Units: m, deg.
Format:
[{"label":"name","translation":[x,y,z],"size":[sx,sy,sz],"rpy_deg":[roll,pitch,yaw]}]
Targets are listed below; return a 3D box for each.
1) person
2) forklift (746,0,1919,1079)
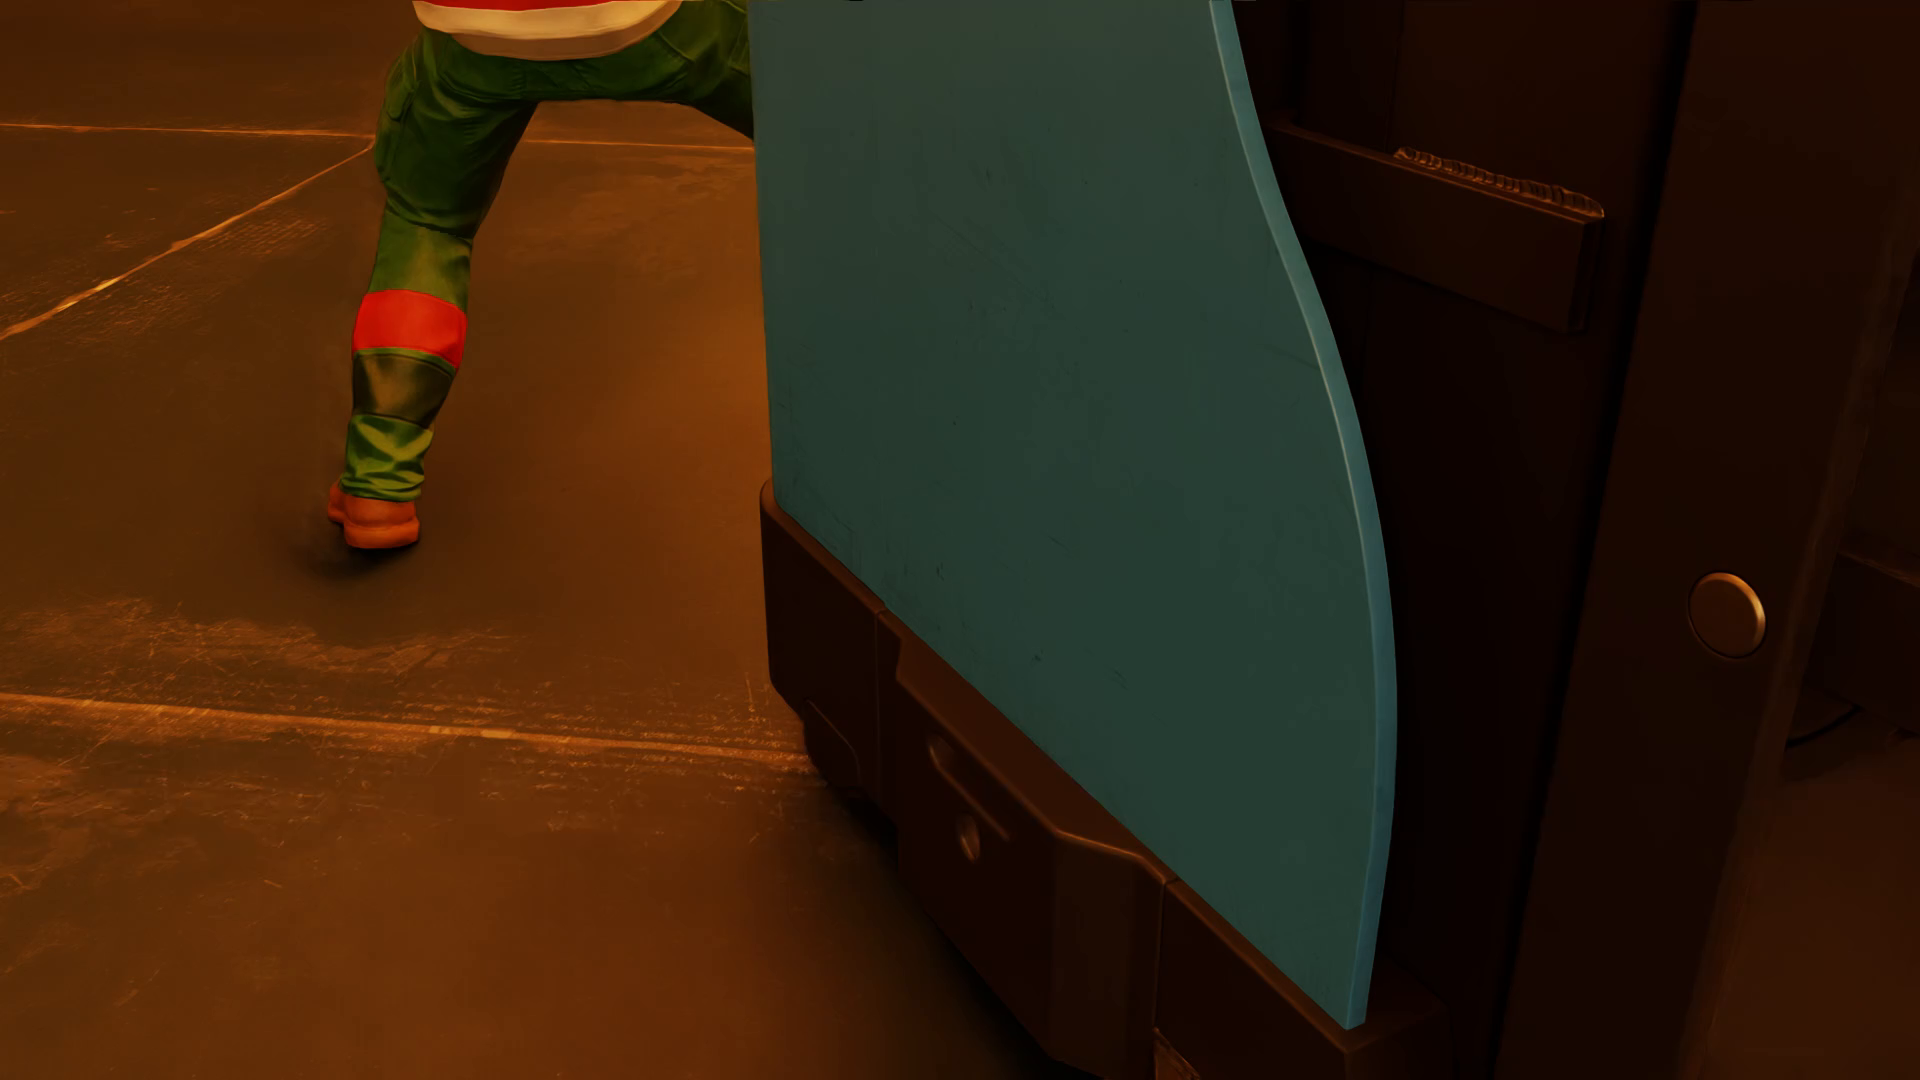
[{"label":"person","translation":[-0.596,-0.839,2.361],"size":[0.961,1.640,0.760],"rpy_deg":[6,27,12]},{"label":"forklift","translation":[0.931,-0.633,0.486],"size":[1.130,2.935,3.031],"rpy_deg":[-14,30,-26]}]
